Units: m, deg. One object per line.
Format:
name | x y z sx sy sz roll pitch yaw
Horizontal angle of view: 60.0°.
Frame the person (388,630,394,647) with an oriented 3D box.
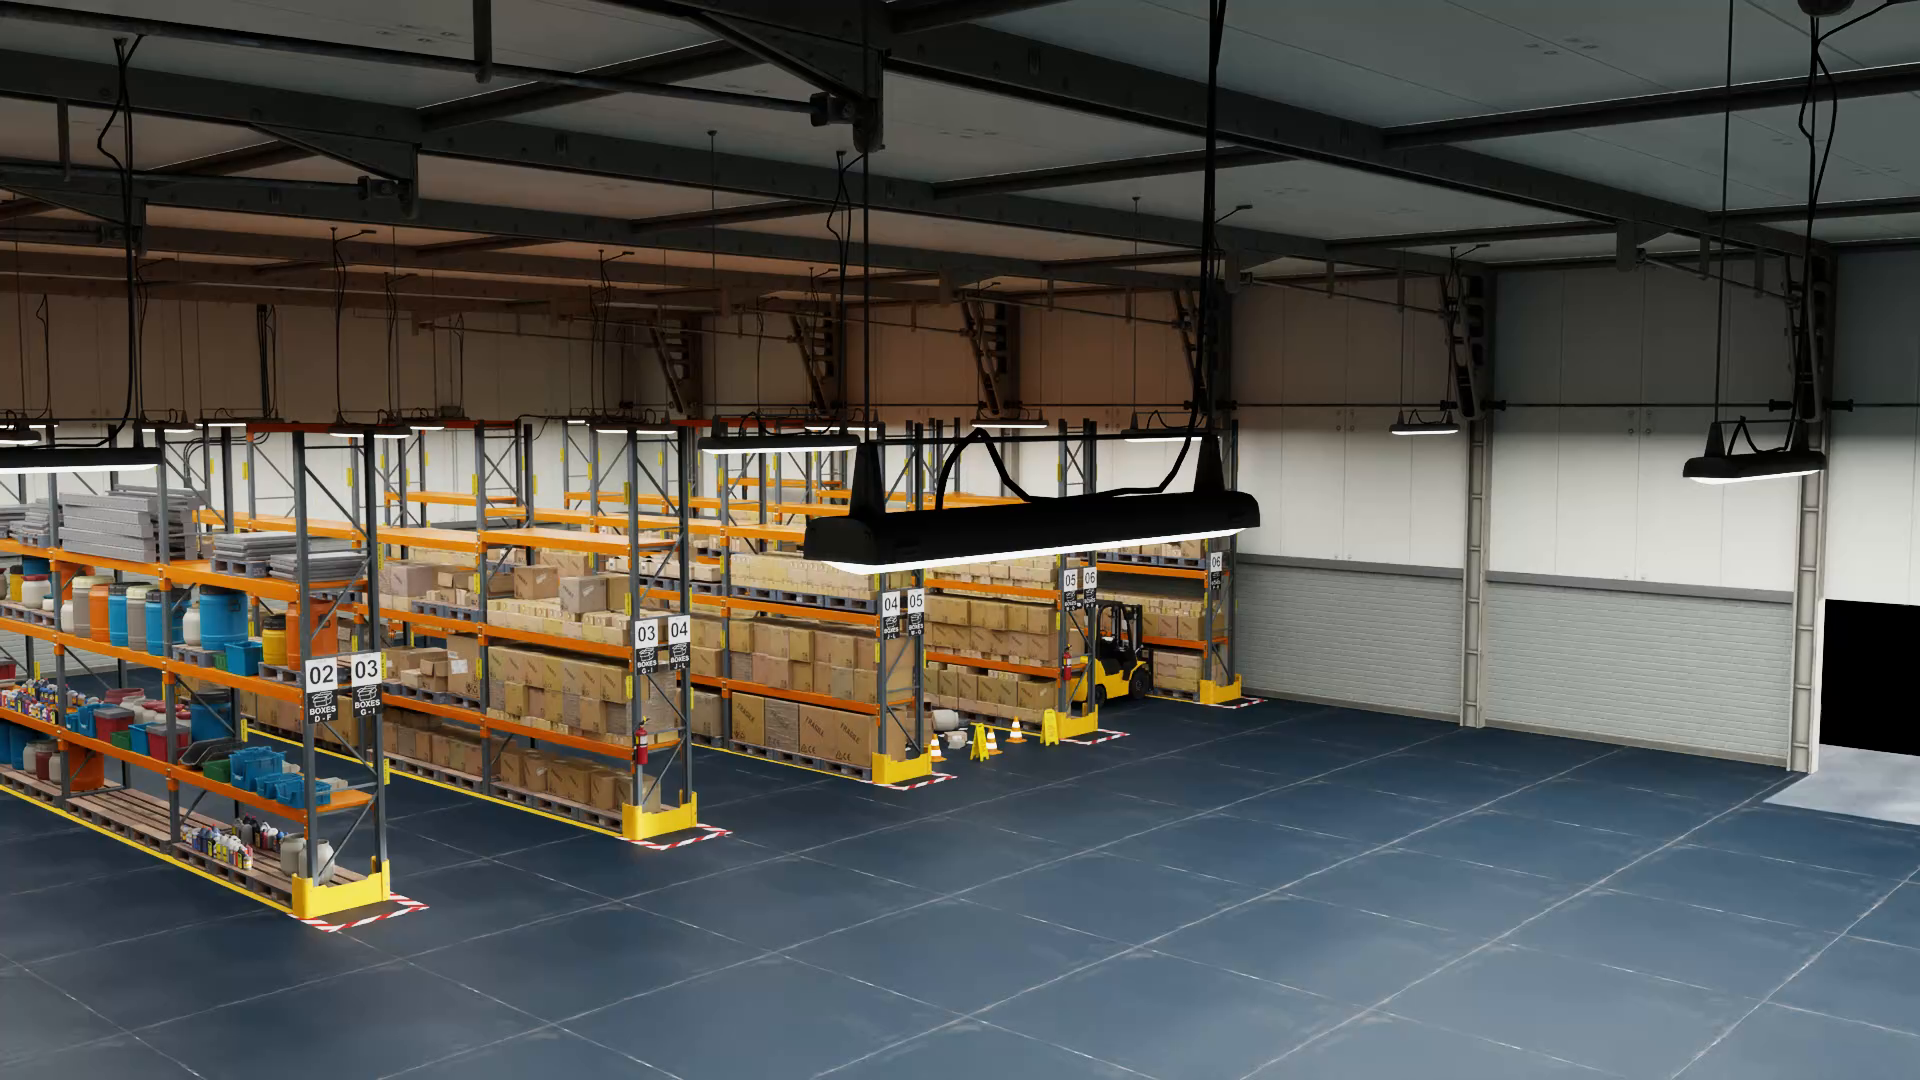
person | -11.771 2.695 34.065 0.983 1.756 0.743 4 6 41
